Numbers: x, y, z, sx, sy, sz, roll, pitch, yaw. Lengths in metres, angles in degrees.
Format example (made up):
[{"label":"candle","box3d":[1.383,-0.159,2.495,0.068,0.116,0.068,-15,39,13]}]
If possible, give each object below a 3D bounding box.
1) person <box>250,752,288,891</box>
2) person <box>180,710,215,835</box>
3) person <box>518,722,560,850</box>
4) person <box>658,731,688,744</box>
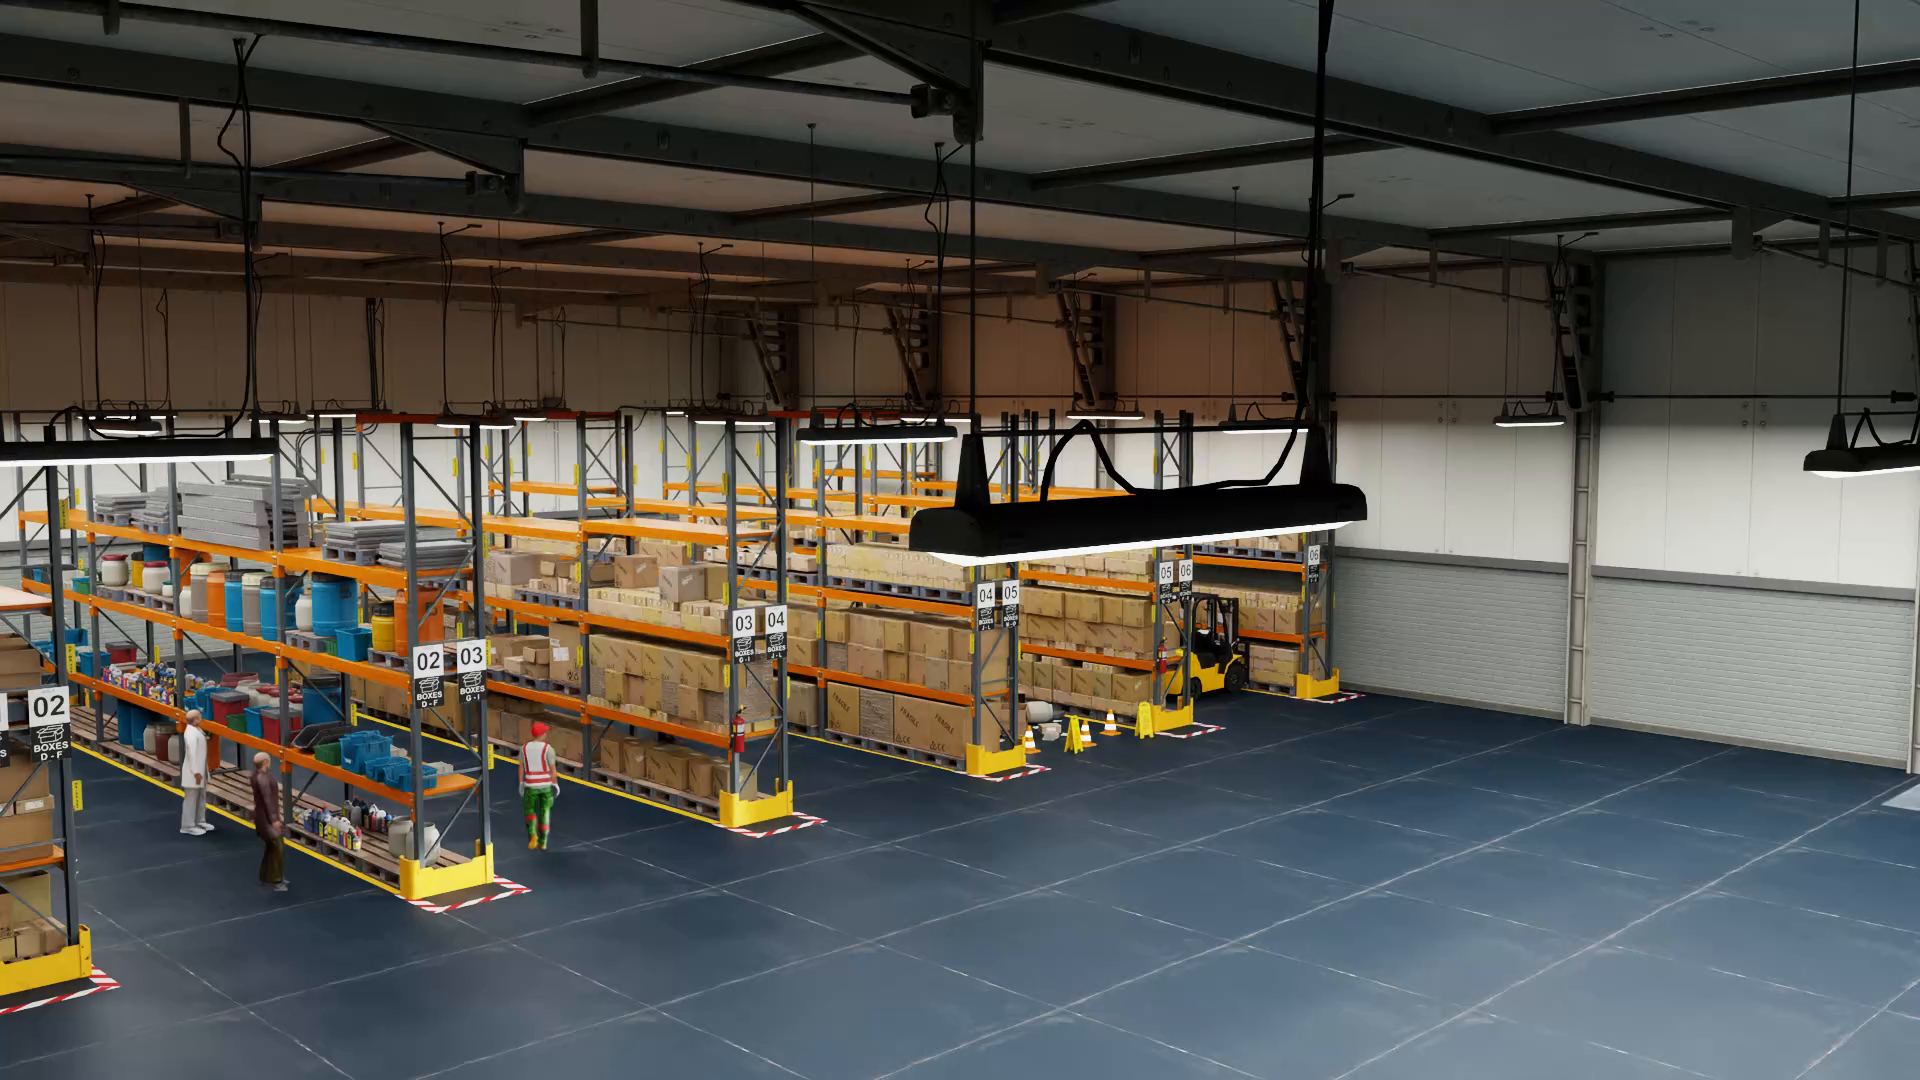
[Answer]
[{"label":"person","box3d":[-8.874,3.631,21.415,0.493,1.842,0.582,-1,5,-15]},{"label":"person","box3d":[-11.073,3.346,24.104,0.422,1.799,0.628,-1,5,-8]},{"label":"person","box3d":[-5.845,3.416,23.094,0.557,1.785,0.497,-1,5,-13]},{"label":"person","box3d":[-5.258,2.895,30.414,0.556,1.659,0.514,-1,5,-10]}]
